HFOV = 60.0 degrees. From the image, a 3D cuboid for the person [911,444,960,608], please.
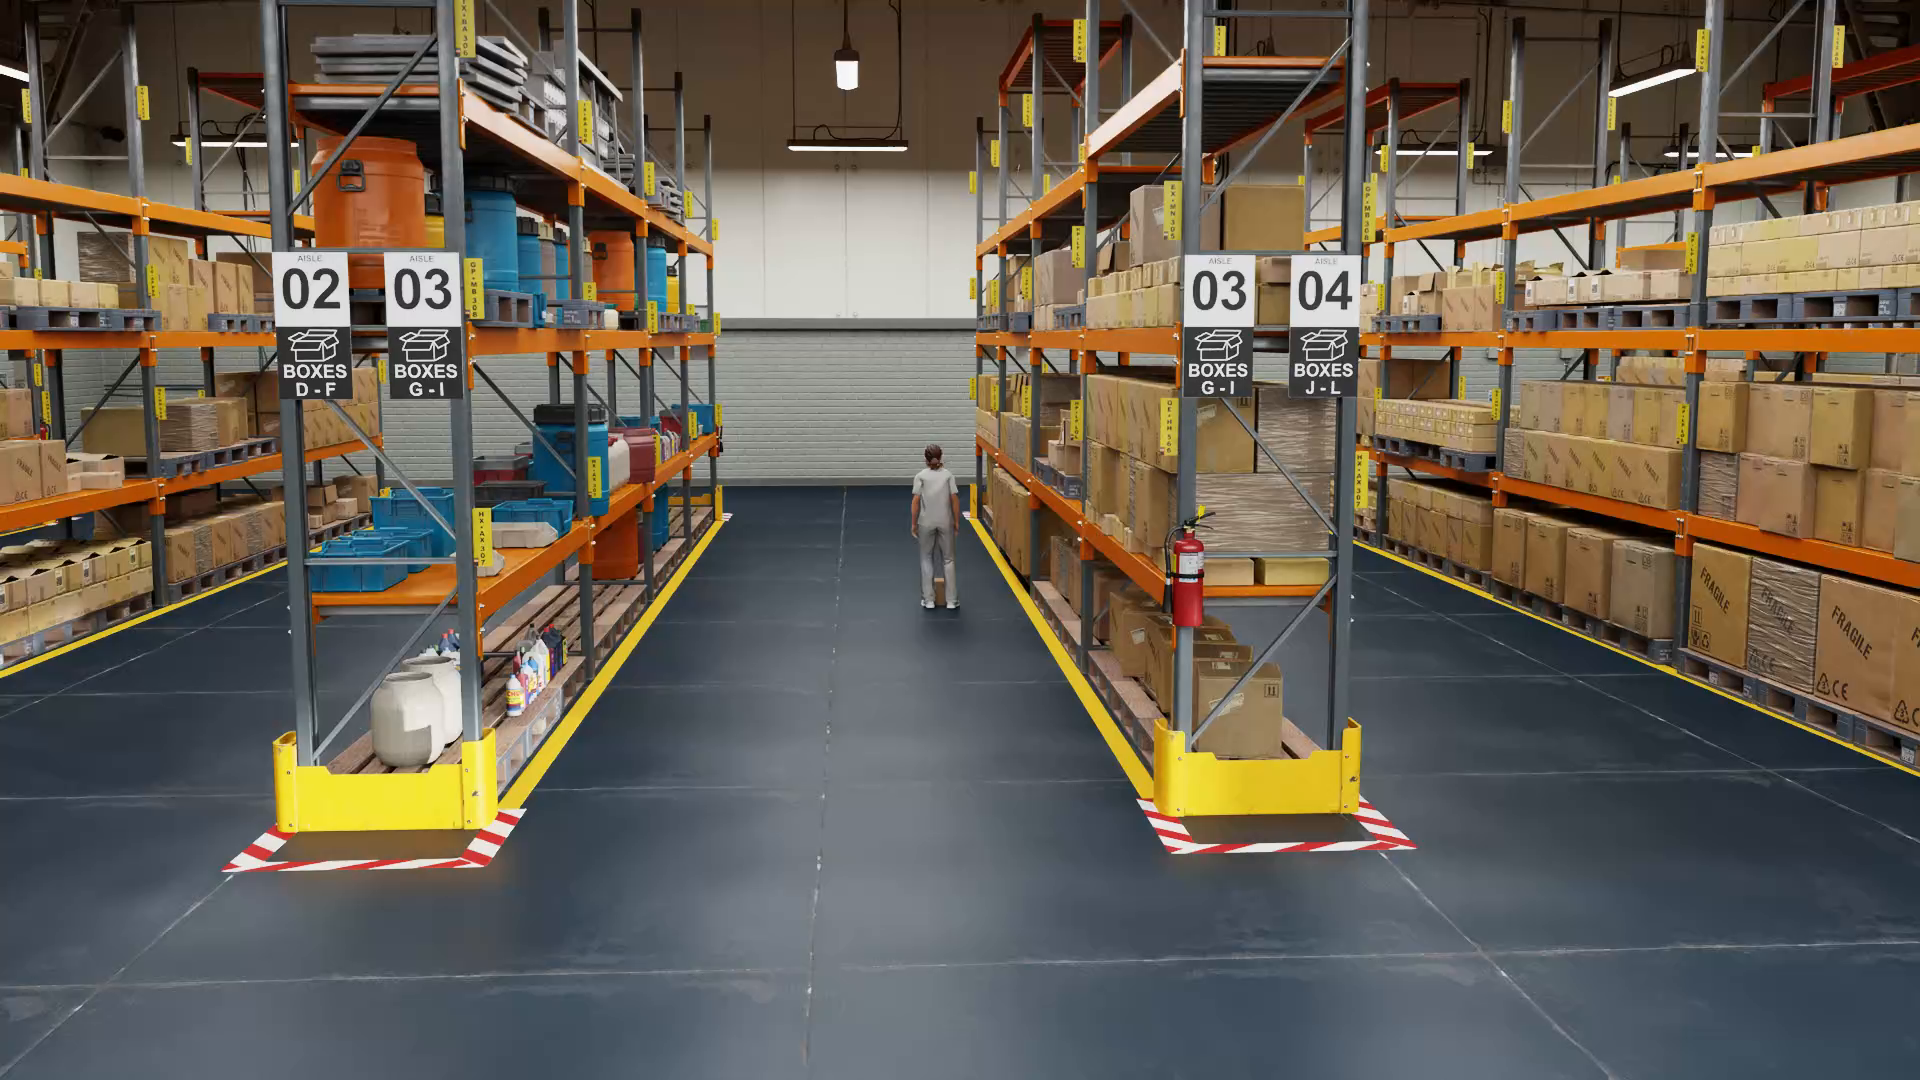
[{"bbox_3d":[-0.247,-0.143,16.931,0.507,1.673,0.406,-1,7,-6],"label":"person"}]
